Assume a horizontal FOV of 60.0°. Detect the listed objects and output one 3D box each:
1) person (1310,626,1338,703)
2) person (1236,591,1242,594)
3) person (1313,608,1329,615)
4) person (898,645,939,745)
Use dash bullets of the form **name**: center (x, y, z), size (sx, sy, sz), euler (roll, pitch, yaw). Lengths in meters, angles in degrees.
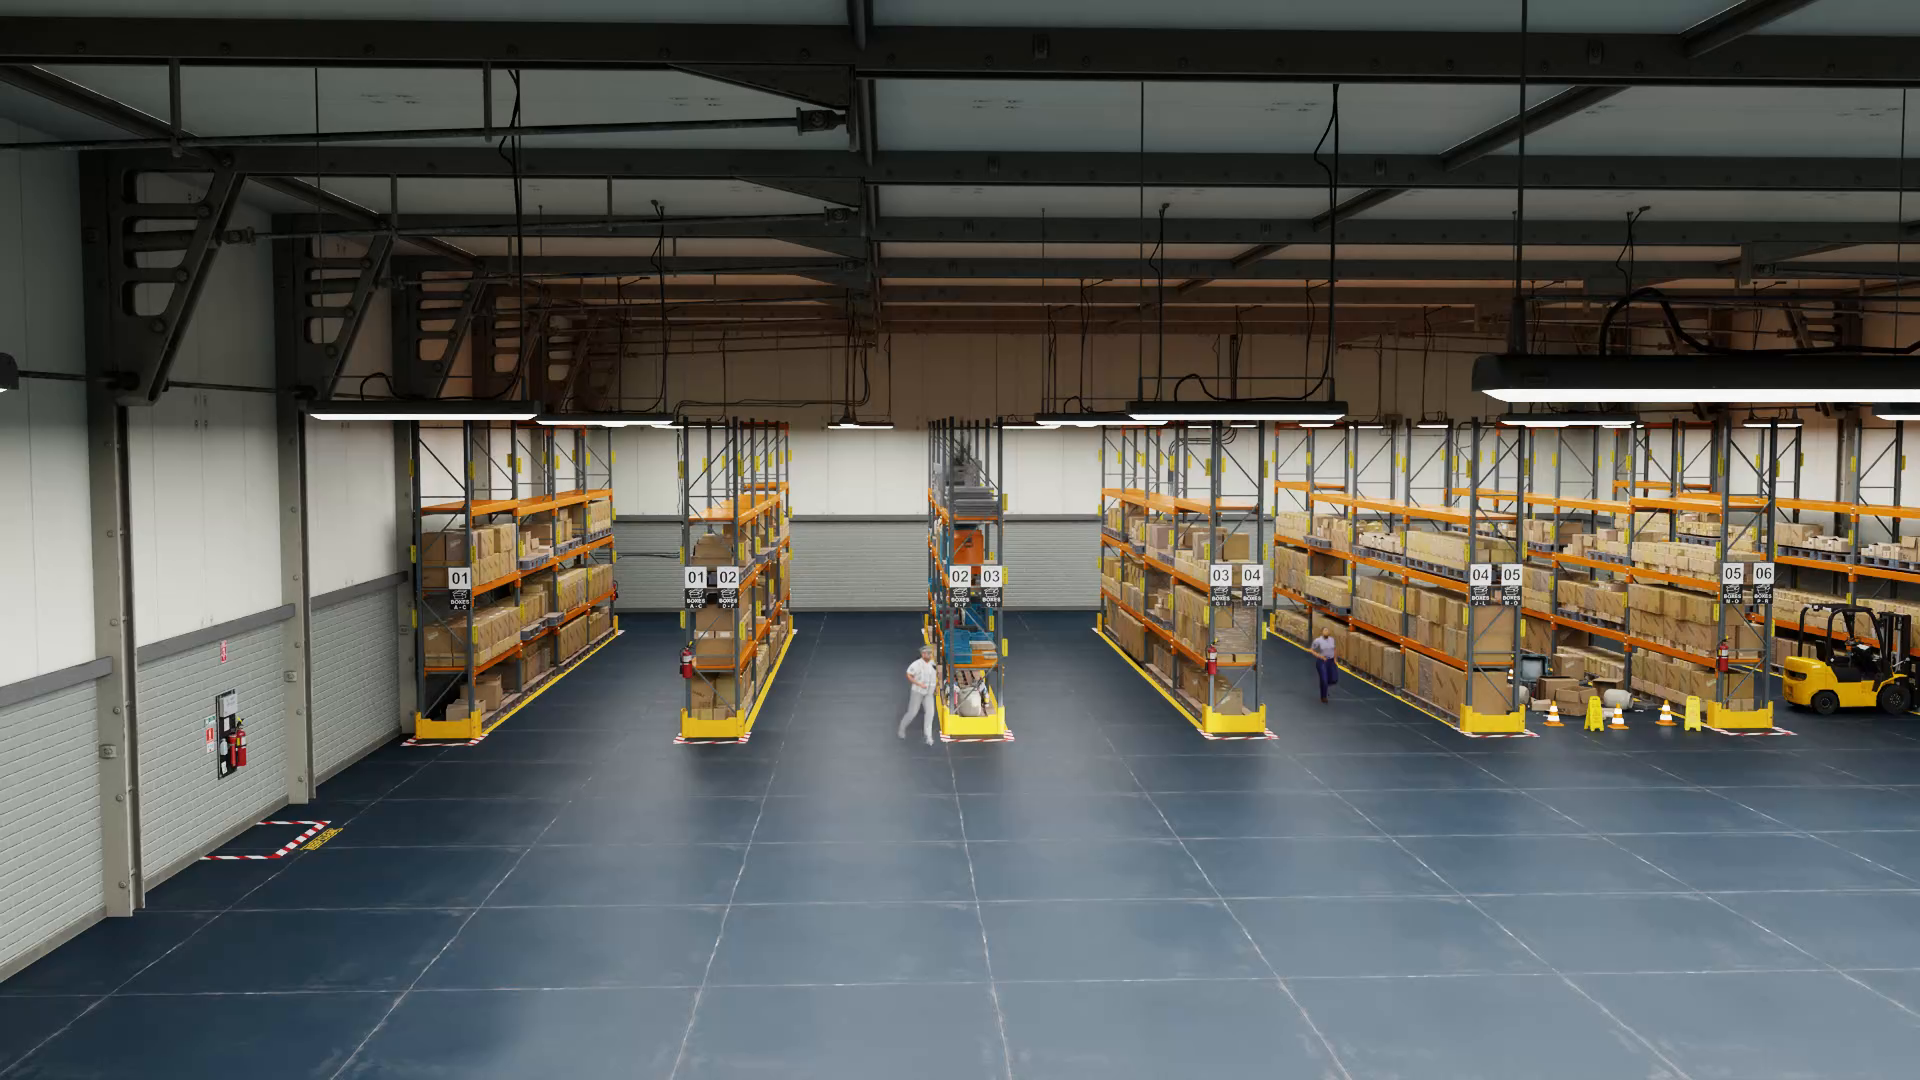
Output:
- **person**: center (7.750, 2.635, 35.273), size (0.657, 1.597, 0.540), euler (-1, 4, -19)
- **person**: center (7.763, 1.744, 47.204), size (0.698, 1.760, 0.926), euler (1, 4, 20)
- **person**: center (10.494, 1.693, 49.144), size (0.834, 1.695, 0.618), euler (0, 4, 0)
- **person**: center (-0.670, 2.835, 30.772), size (0.739, 1.779, 0.939), euler (-2, 4, -32)
